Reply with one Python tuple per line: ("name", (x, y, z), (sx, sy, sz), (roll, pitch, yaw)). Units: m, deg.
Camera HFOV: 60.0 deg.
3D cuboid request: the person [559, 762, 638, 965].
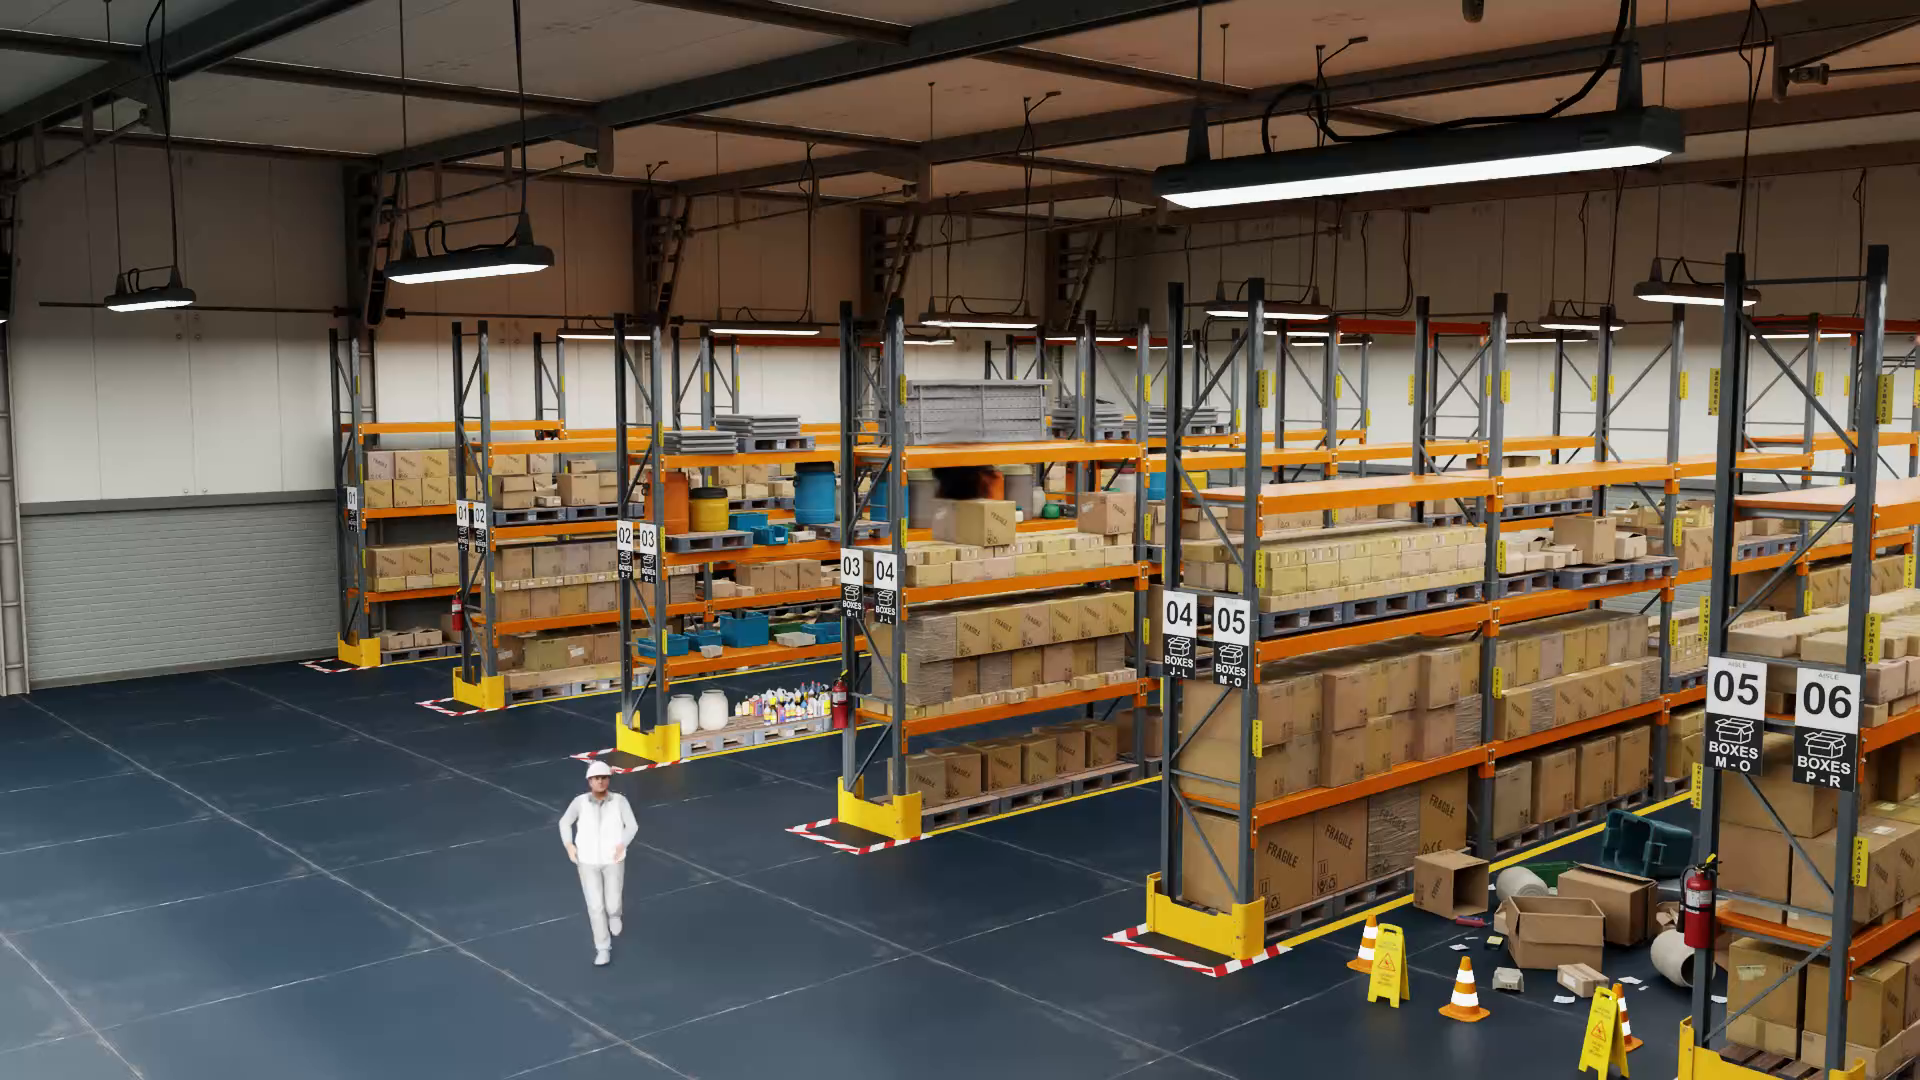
("person", (-3.219, 2.840, 14.831), (0.691, 1.742, 0.783), (-1, 6, -13))
